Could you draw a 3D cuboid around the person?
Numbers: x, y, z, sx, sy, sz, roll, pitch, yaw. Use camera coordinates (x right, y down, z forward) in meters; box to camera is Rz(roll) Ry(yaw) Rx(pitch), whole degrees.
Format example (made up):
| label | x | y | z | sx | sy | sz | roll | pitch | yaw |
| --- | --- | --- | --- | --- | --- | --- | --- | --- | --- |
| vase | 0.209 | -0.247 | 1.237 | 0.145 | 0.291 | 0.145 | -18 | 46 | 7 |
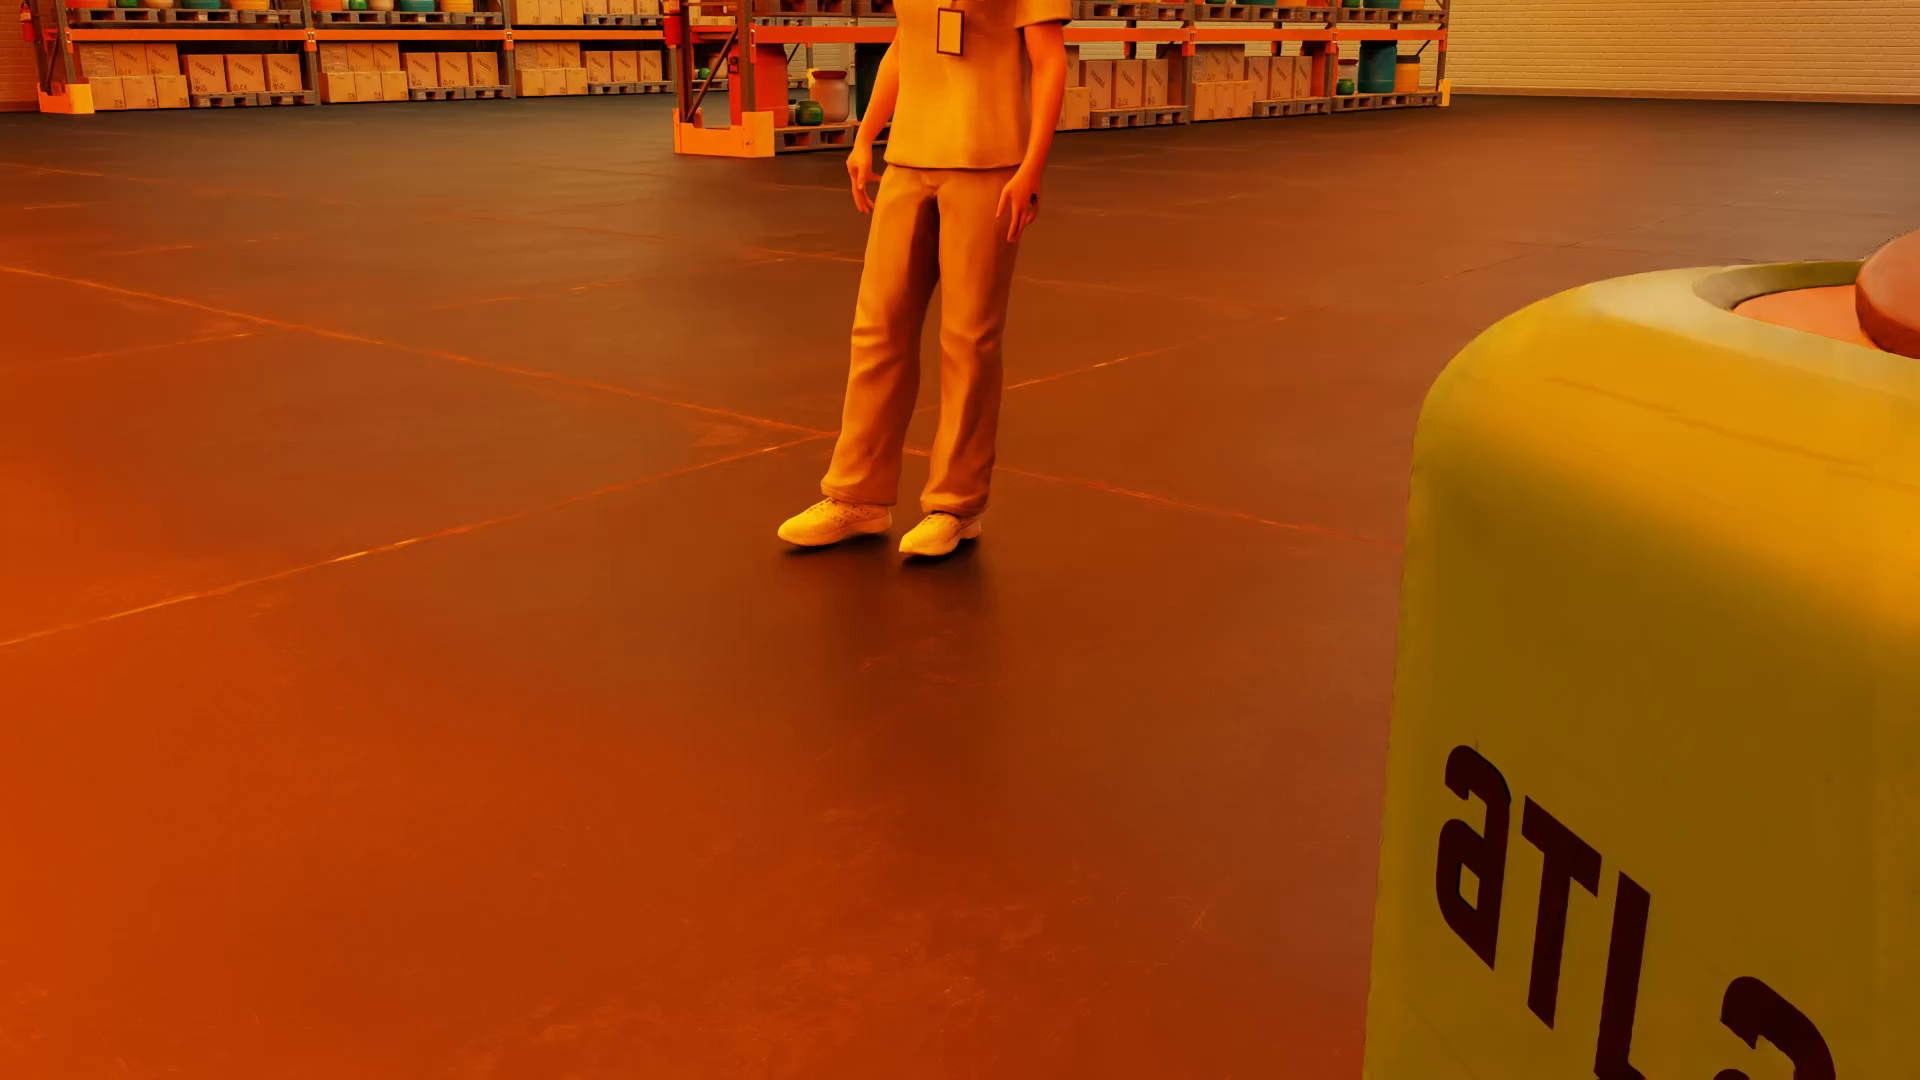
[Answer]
| label | x | y | z | sx | sy | sz | roll | pitch | yaw |
| --- | --- | --- | --- | --- | --- | --- | --- | --- | --- |
| person | -0.057 | -0.795 | 3.650 | 0.549 | 1.675 | 0.549 | 13 | 21 | 37 |
